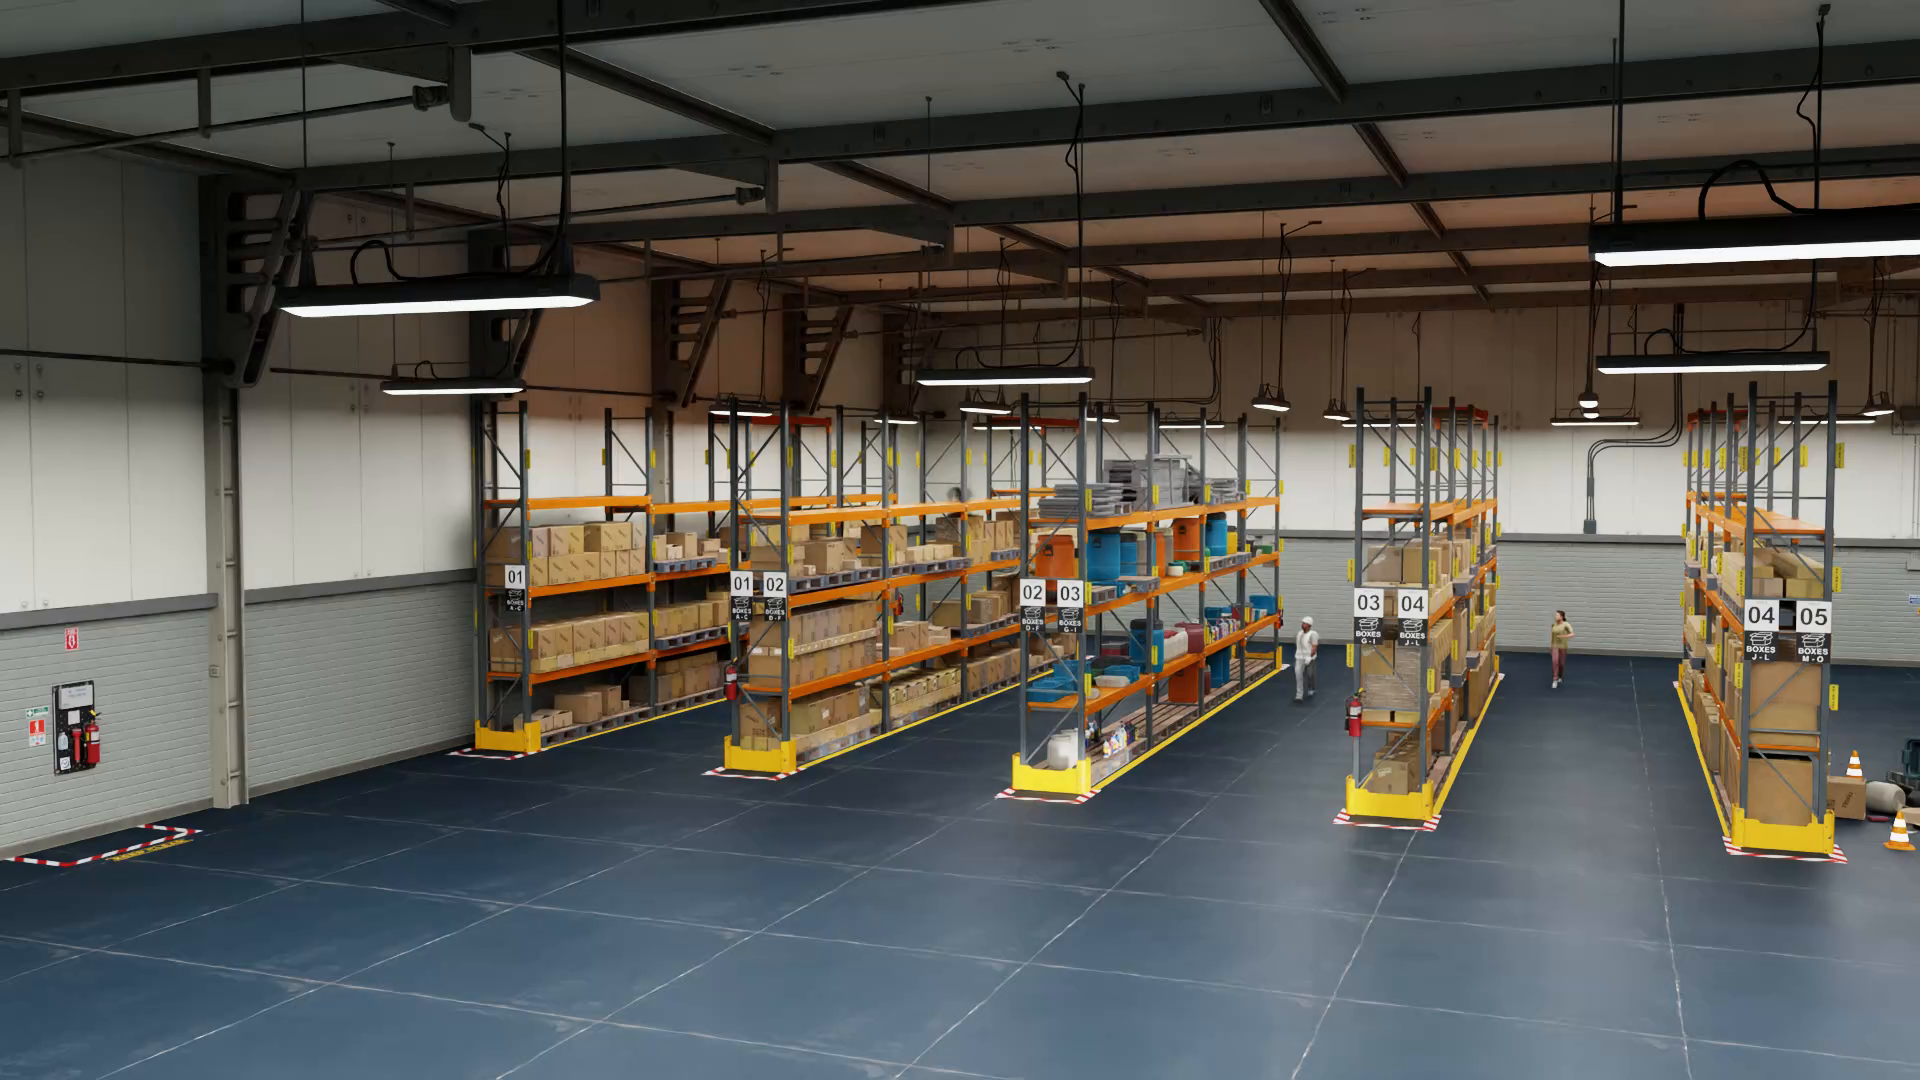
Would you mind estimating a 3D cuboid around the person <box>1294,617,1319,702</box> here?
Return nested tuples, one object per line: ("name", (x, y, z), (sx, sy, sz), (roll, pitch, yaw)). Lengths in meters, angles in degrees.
("person", (7.178, 2.460, 34.443), (0.487, 1.734, 1.092), (1, 3, 17))

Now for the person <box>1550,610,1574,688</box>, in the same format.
("person", (13.205, 2.368, 36.484), (0.504, 1.643, 0.954), (1, 3, 19))
